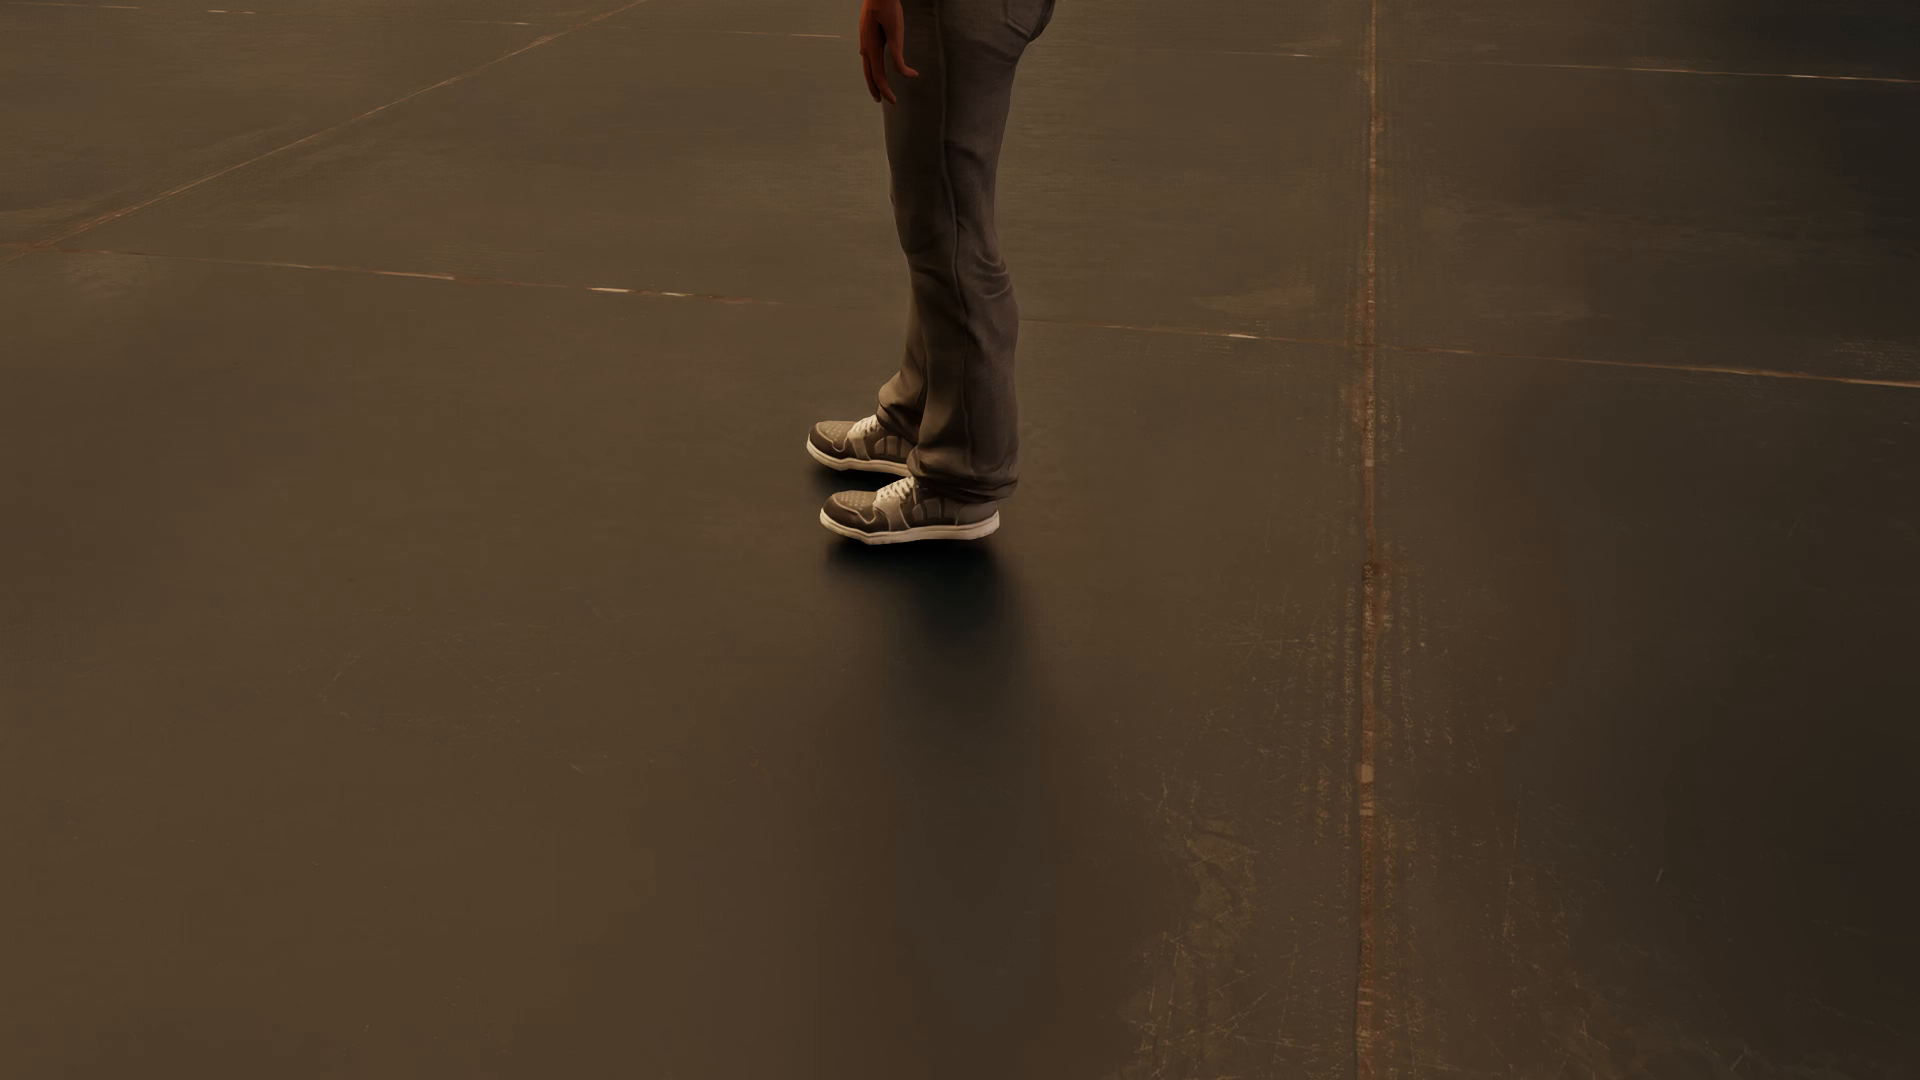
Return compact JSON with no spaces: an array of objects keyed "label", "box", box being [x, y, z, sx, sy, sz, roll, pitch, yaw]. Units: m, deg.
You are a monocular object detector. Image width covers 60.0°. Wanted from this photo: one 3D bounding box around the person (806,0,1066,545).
[{"label":"person","box":[-0.069,-0.727,2.167,0.475,1.582,0.520,6,27,11]}]
